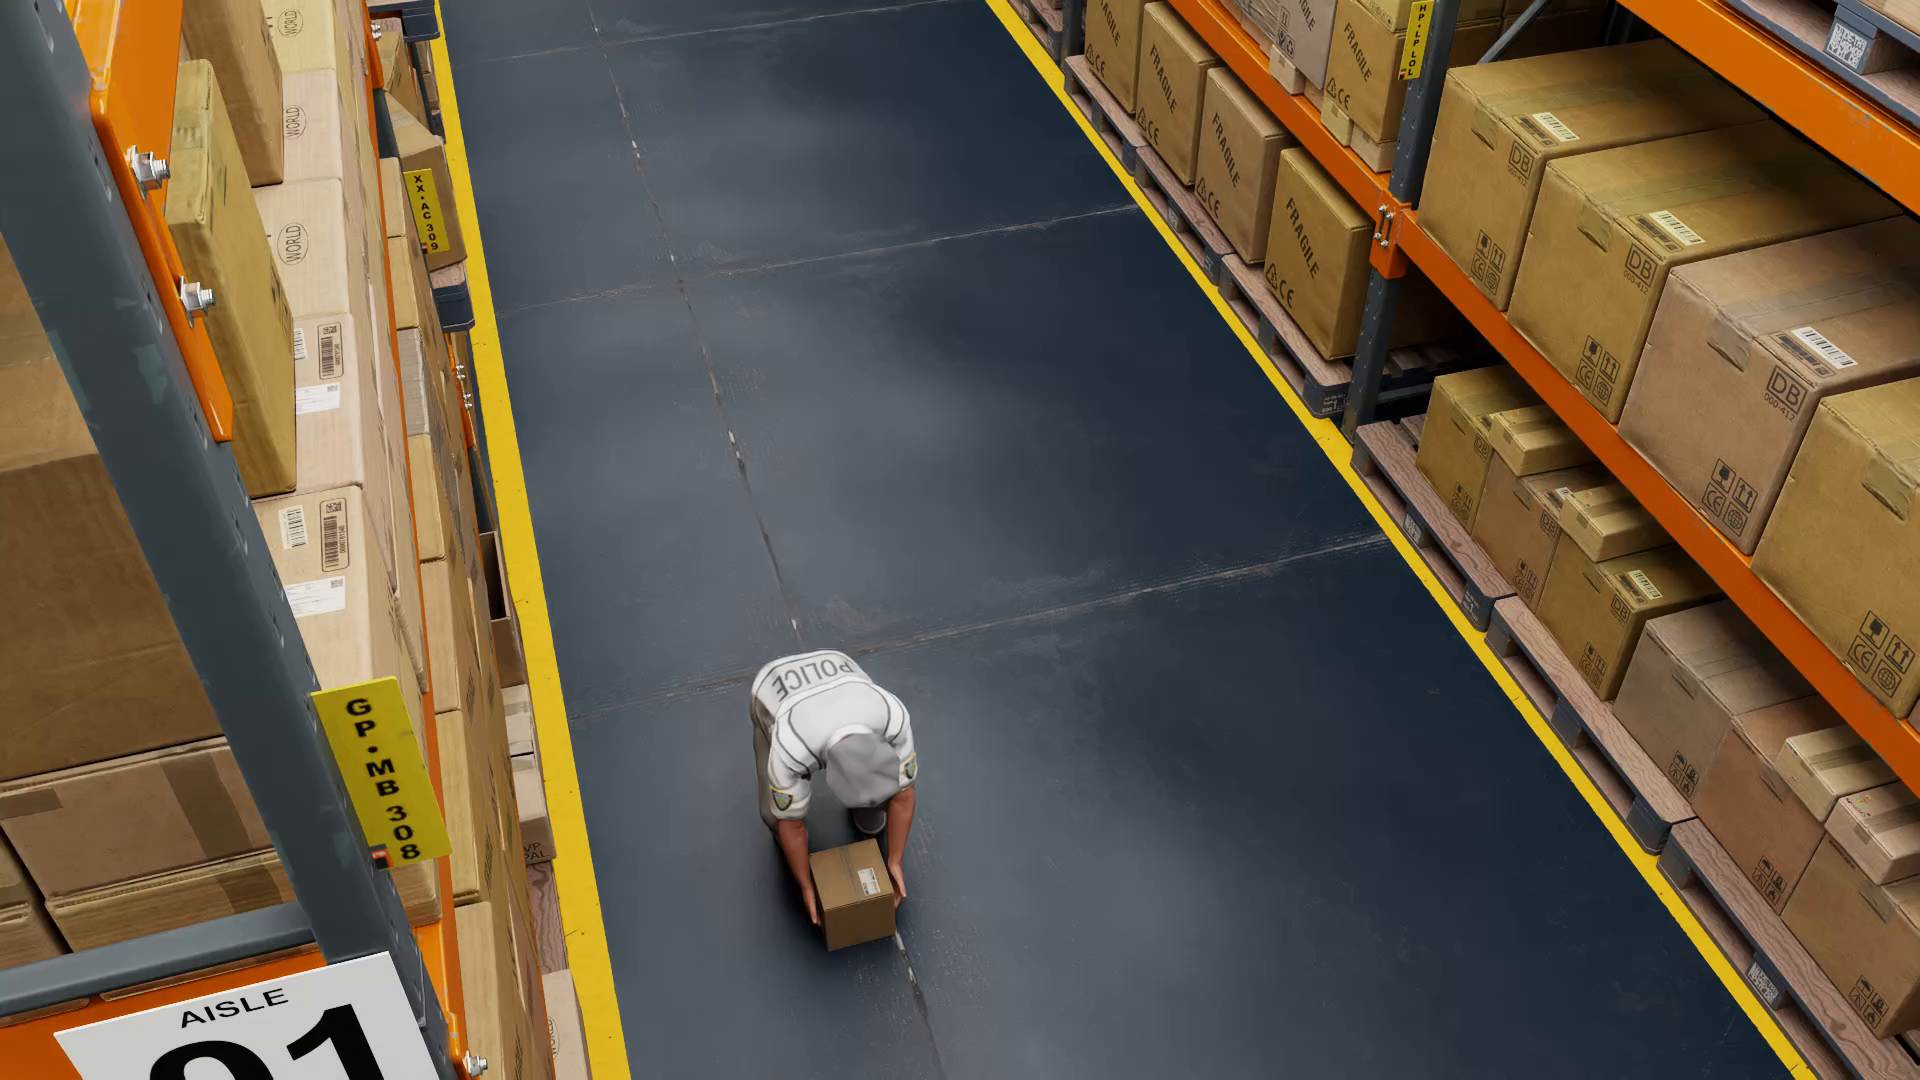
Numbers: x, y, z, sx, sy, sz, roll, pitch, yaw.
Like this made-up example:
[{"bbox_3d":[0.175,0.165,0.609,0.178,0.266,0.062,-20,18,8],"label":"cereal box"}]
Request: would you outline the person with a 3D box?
[{"bbox_3d":[-0.455,0.789,5.907,0.560,0.920,0.954,-10,43,-10],"label":"person"}]
